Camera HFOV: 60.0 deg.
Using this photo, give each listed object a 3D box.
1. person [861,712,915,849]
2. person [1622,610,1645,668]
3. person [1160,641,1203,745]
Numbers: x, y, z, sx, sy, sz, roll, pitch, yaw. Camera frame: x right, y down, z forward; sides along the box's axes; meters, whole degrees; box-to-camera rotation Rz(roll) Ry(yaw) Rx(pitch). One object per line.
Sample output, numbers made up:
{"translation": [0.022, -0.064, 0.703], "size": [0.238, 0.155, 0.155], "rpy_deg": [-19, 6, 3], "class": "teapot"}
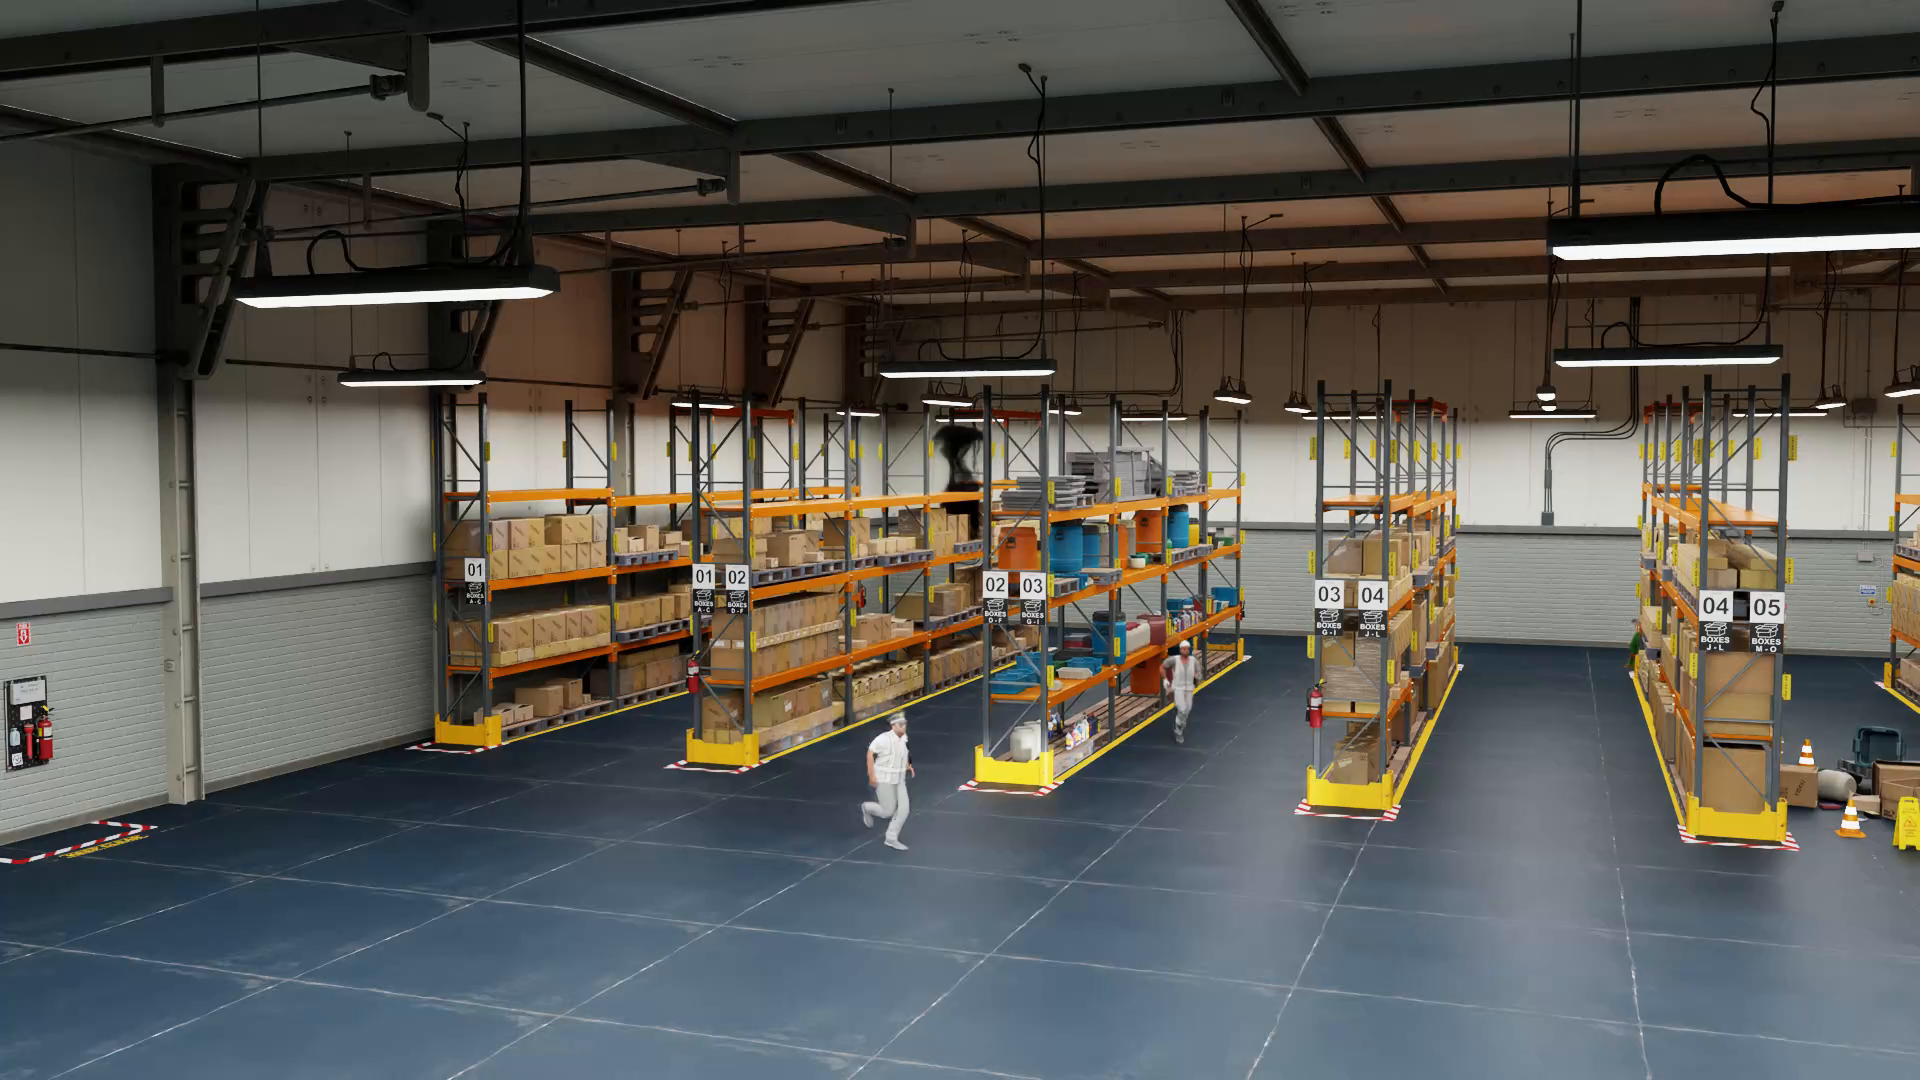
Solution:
{"translation": [-0.925, 3.036, 21.120], "size": [0.723, 1.746, 0.694], "rpy_deg": [3, 4, 40], "class": "person"}
{"translation": [15.581, 2.090, 37.989], "size": [0.901, 1.768, 0.717], "rpy_deg": [2, 4, 32], "class": "person"}
{"translation": [3.815, 2.611, 28.533], "size": [0.670, 1.790, 0.804], "rpy_deg": [-1, 3, -13], "class": "person"}
